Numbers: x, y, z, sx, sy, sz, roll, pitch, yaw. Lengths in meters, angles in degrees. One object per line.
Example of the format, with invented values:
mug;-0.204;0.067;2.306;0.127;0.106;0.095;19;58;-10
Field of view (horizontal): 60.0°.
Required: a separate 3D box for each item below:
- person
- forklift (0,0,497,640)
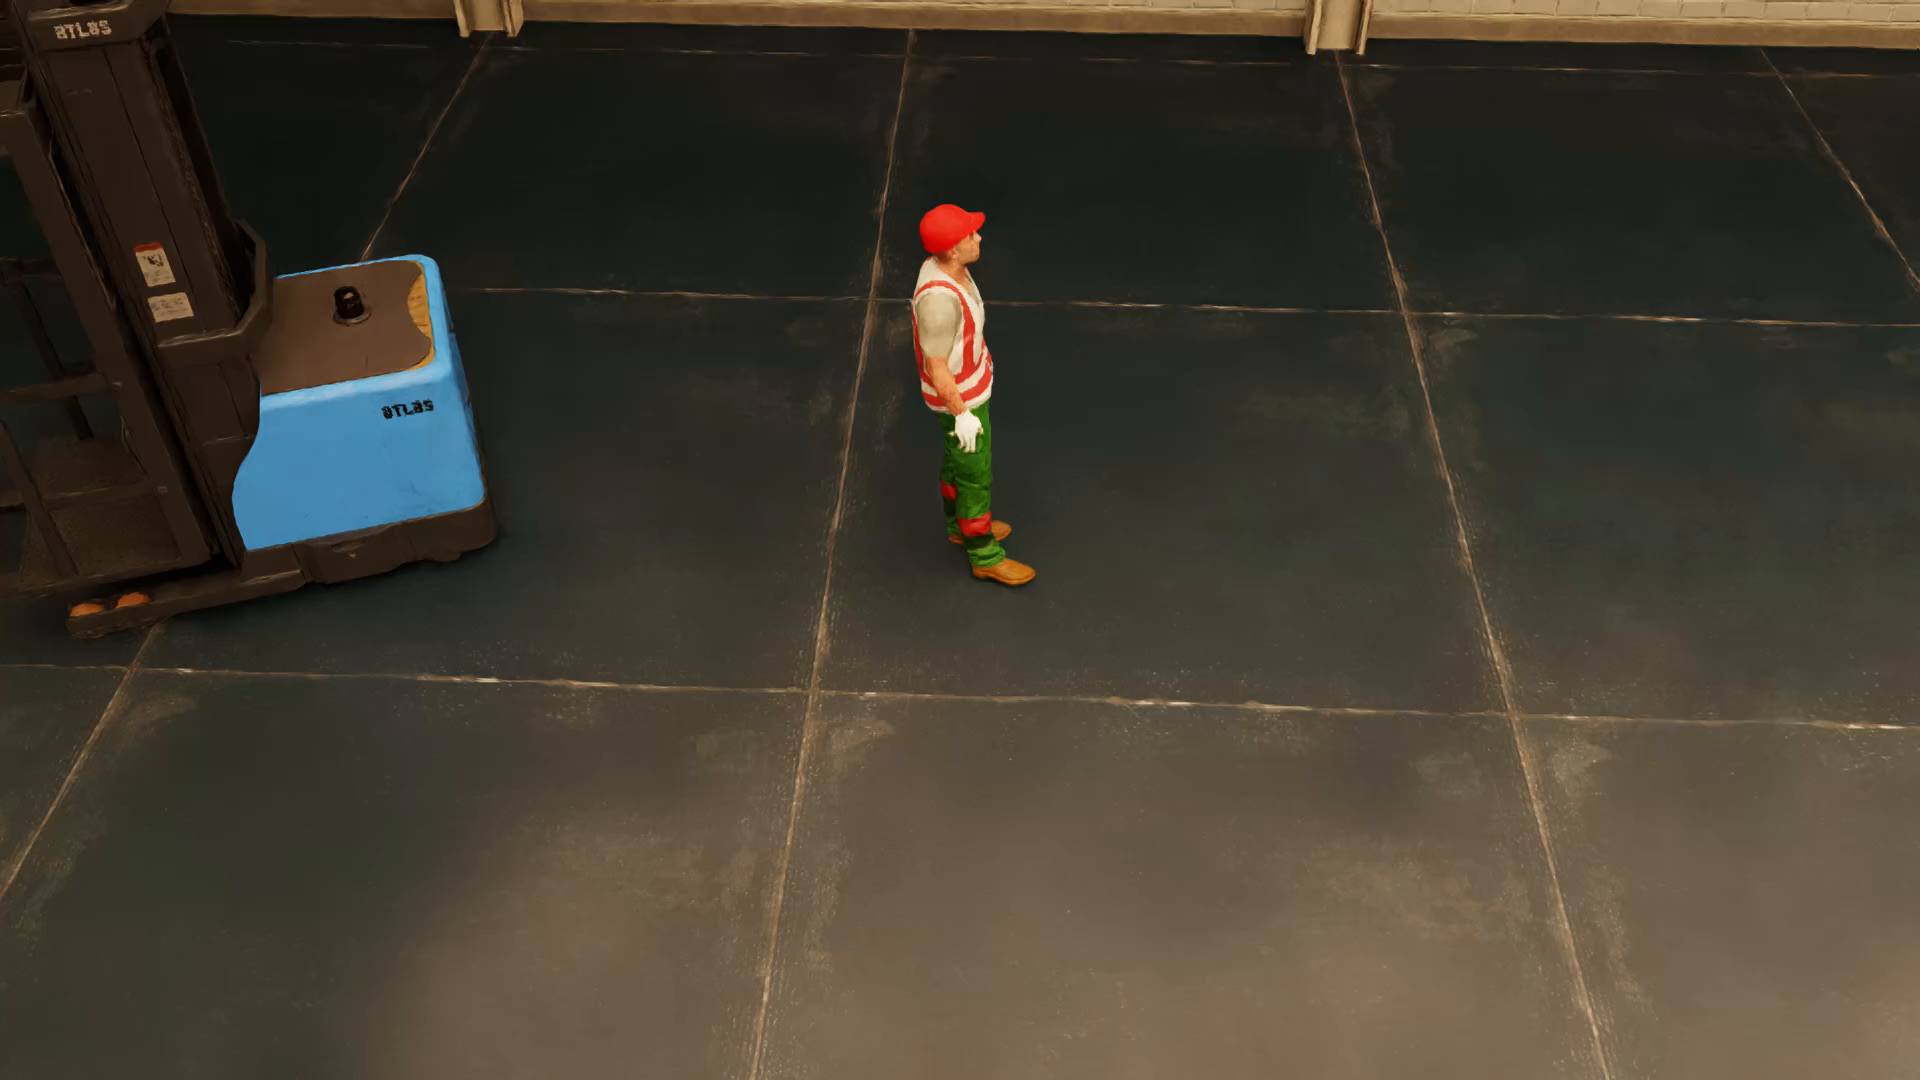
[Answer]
person;0.080;-0.656;7.297;0.563;1.787;0.637;2;42;2
forklift;-3.759;-1.042;6.883;3.031;2.935;1.130;-12;44;-13
